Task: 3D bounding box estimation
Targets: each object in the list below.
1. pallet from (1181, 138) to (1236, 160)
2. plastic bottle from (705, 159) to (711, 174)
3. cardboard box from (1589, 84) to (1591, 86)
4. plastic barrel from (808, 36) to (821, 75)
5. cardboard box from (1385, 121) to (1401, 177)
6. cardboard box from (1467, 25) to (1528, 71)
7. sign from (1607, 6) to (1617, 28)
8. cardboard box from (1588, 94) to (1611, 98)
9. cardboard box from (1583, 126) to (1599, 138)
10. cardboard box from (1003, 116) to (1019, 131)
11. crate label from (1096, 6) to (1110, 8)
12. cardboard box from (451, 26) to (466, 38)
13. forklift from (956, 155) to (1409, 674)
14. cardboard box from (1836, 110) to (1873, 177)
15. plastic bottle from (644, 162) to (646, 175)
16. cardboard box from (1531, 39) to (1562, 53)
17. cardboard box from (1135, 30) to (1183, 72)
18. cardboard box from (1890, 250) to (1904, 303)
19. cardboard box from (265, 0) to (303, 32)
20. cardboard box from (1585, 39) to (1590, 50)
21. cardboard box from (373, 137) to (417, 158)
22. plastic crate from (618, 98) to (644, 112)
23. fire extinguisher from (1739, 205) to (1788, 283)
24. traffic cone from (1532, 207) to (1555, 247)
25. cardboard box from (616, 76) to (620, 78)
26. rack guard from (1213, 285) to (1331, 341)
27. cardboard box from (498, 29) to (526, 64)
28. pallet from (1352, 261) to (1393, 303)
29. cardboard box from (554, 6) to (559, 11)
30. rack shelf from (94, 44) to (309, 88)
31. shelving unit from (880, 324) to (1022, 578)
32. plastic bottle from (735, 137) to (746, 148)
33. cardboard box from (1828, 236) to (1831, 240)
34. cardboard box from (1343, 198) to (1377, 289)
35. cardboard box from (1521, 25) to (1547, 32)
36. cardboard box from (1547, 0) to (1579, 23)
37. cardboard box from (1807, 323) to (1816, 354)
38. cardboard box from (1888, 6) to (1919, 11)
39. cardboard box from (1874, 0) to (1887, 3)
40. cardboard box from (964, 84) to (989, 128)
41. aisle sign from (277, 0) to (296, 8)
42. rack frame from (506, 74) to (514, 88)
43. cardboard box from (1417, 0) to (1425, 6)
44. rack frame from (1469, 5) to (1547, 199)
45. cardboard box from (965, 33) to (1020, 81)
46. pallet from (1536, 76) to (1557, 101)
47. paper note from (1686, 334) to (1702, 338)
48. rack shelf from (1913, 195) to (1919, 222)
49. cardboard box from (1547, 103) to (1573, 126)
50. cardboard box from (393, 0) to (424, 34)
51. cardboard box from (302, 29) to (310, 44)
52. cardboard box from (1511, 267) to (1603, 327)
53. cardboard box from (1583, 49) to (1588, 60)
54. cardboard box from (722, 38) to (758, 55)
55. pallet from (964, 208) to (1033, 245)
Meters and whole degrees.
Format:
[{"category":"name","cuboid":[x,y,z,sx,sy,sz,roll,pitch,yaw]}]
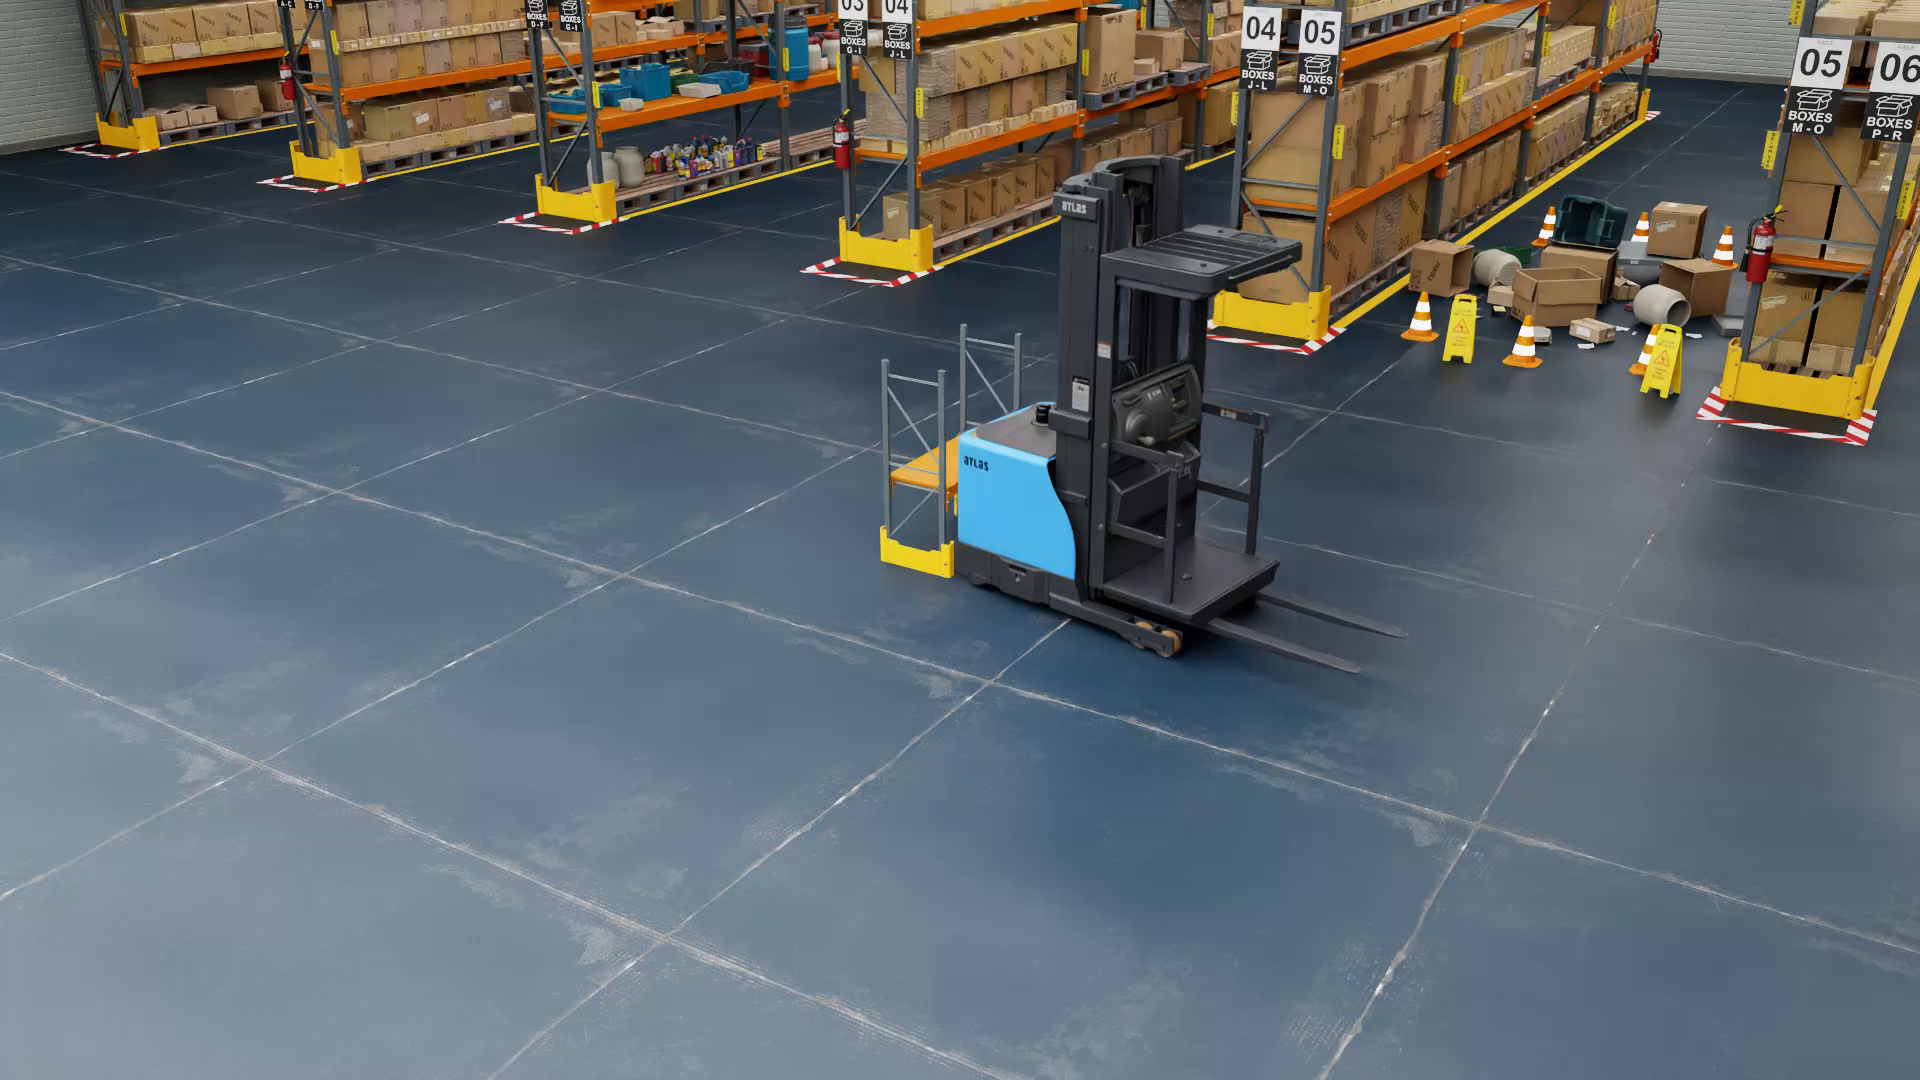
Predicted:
[{"category":"pallet","cuboid":[3.777,-6.331,26.608,1.003,0.211,1.213,14,27,29]},{"category":"plastic bottle","cuboid":[-3.623,-5.345,23.790,0.097,0.201,0.097,0,23,0]},{"category":"cardboard box","cuboid":[10.828,-7.862,28.946,0.380,0.149,0.250,14,27,29]},{"category":"plastic barrel","cuboid":[-2.329,-7.387,25.367,0.433,0.535,0.433,0,23,0]},{"category":"cardboard box","cuboid":[4.313,-4.330,18.288,0.875,0.550,0.500,14,27,29]},{"category":"cardboard box","cuboid":[7.213,-6.642,22.432,0.700,0.500,0.500,14,27,29]},{"category":"sign","cuboid":[10.041,-8.053,25.618,0.100,0.325,0.005,14,27,29]},{"category":"cardboard box","cuboid":[10.608,-7.314,27.680,0.380,0.149,0.250,13,26,27]},{"category":"cardboard box","cuboid":[10.033,-6.576,26.725,0.380,0.149,0.250,13,26,27]},{"category":"cardboard box","cuboid":[0.520,-5.257,20.934,0.380,0.149,0.250,14,27,29]},{"category":"crate label","cuboid":[2.742,-10.497,32.979,0.396,0.136,0.243,14,27,29]},{"category":"cardboard box","cuboid":[-7.859,-7.866,25.702,0.380,0.149,0.250,15,27,30]},{"category":"forklift","cuboid":[1.420,-0.840,10.501,3.031,2.935,1.130,19,30,36]},{"category":"cardboard box","cuboid":[7.854,-3.612,15.058,0.700,0.500,0.500,14,27,29]},{"category":"plastic bottle","cuboid":[-4.534,-5.327,23.749,0.097,0.201,0.097,0,23,0]},{"category":"cardboard box","cuboid":[8.420,-7.106,23.928,0.380,0.149,0.250,15,28,31]},{"category":"cardboard box","cuboid":[2.837,-7.198,24.448,0.700,0.500,0.500,19,30,37]},{"category":"cardboard box","cuboid":[8.988,-2.608,16.487,0.500,0.500,0.500,15,28,32]},{"category":"cardboard box","cuboid":[-11.682,-9.014,28.517,0.500,0.500,0.500,14,27,29]},{"category":"cardboard box","cuboid":[9.388,-7.586,25.410,0.380,0.149,0.250,14,27,29]},{"category":"cardboard box","cuboid":[-8.604,-5.972,25.201,0.500,0.250,0.500,14,27,29]},{"category":"plastic crate","cuboid":[-4.385,-5.811,22.230,0.298,0.136,0.250,14,27,29]},{"category":"fire extinguisher","cuboid":[7.045,-2.605,14.590,0.296,0.674,0.183,14,27,29]},{"category":"traffic cone","cuboid":[7.338,-3.908,20.696,0.336,0.463,0.334,14,27,29]},{"category":"cardboard box","cuboid":[-5.721,-8.050,29.297,0.500,0.311,0.500,14,27,29]},{"category":"rack guard","cuboid":[3.225,-2.431,17.236,1.175,0.500,0.348,14,27,29]},{"category":"cardboard box","cuboid":[-7.455,-7.982,26.786,0.700,0.500,0.500,13,27,28]},{"category":"pallet","cuboid":[4.238,-3.003,18.921,1.003,0.211,1.213,14,27,29]},{"category":"cardboard box","cuboid":[-8.302,-10.871,33.876,0.380,0.149,0.250,14,27,30]},{"category":"rack shelf","cuboid":[-12.492,-8.119,28.134,1.077,0.370,4.000,14,27,29]},{"category":"shelving unit","cuboid":[-0.040,-0.663,11.893,0.587,1.500,1.083,14,27,29]},{"category":"plastic bottle","cuboid":[-3.238,-5.787,24.622,0.144,0.351,0.185,14,27,29]},{"category":"cardboard box","cuboid":[7.973,-2.627,14.859,0.380,0.149,0.250,14,27,30]},{"category":"cardboard box","cuboid":[4.002,-3.344,18.345,0.875,0.875,0.875,13,27,28]},{"category":"cardboard box","cuboid":[8.828,-7.855,25.658,0.380,0.149,0.250,15,27,30]},{"category":"cardboard box","cuboid":[9.586,-8.493,26.334,0.500,0.500,0.500,13,27,27]},{"category":"cardboard box","cuboid":[7.974,-2.016,16.064,0.500,0.250,0.500,14,27,29]},{"category":"cardboard box","cuboid":[8.406,-4.620,14.683,0.380,0.149,0.250,14,27,29]},{"category":"cardboard box","cuboid":[8.413,-4.980,15.516,0.380,0.149,0.250,14,27,30]},{"category":"cardboard box","cuboid":[-0.147,-5.376,20.392,0.875,0.500,0.500,14,27,29]},{"category":"aisle sign","cuboid":[-9.621,-7.969,23.611,0.394,0.787,0.004,14,27,29]},{"category":"rack frame","cuboid":[-9.327,-10.474,32.669,1.000,3.000,0.127,14,27,29]},{"category":"cardboard box","cuboid":[4.757,-5.816,17.795,0.380,0.149,0.250,14,27,28]},{"category":"rack frame","cuboid":[7.458,-6.286,22.996,1.000,3.000,0.127,14,27,29]},{"category":"cardboard box","cuboid":[0.390,-5.936,20.427,0.500,0.500,0.500,14,27,29]},{"category":"pallet","cuboid":[7.743,-6.461,23.641,1.213,0.211,1.003,14,27,29]},{"category":"paper note","cuboid":[7.540,-2.103,17.070,0.142,0.019,0.148,5,24,11]},{"category":"rack shelf","cuboid":[10.662,-4.278,19.262,1.077,0.370,4.000,14,27,29]},{"category":"cardboard box","cuboid":[8.841,-6.370,24.862,0.500,0.250,0.500,13,26,27]},{"category":"cardboard box","cuboid":[-8.513,-7.900,24.964,0.700,0.500,0.500,14,27,29]},{"category":"cardboard box","cuboid":[-11.429,-8.841,29.060,0.500,0.250,0.500,14,27,29]},{"category":"cardboard box","cuboid":[6.272,-2.561,17.532,0.797,0.503,0.637,-3,24,-7]},{"category":"cardboard box","cuboid":[9.390,-7.450,25.472,0.380,0.149,0.250,14,27,29]},{"category":"cardboard box","cuboid":[-4.260,-9.567,32.222,0.500,0.250,0.500,13,27,28]},{"category":"pallet","cuboid":[0.221,-4.083,21.415,1.003,0.211,1.213,14,27,29]}]
